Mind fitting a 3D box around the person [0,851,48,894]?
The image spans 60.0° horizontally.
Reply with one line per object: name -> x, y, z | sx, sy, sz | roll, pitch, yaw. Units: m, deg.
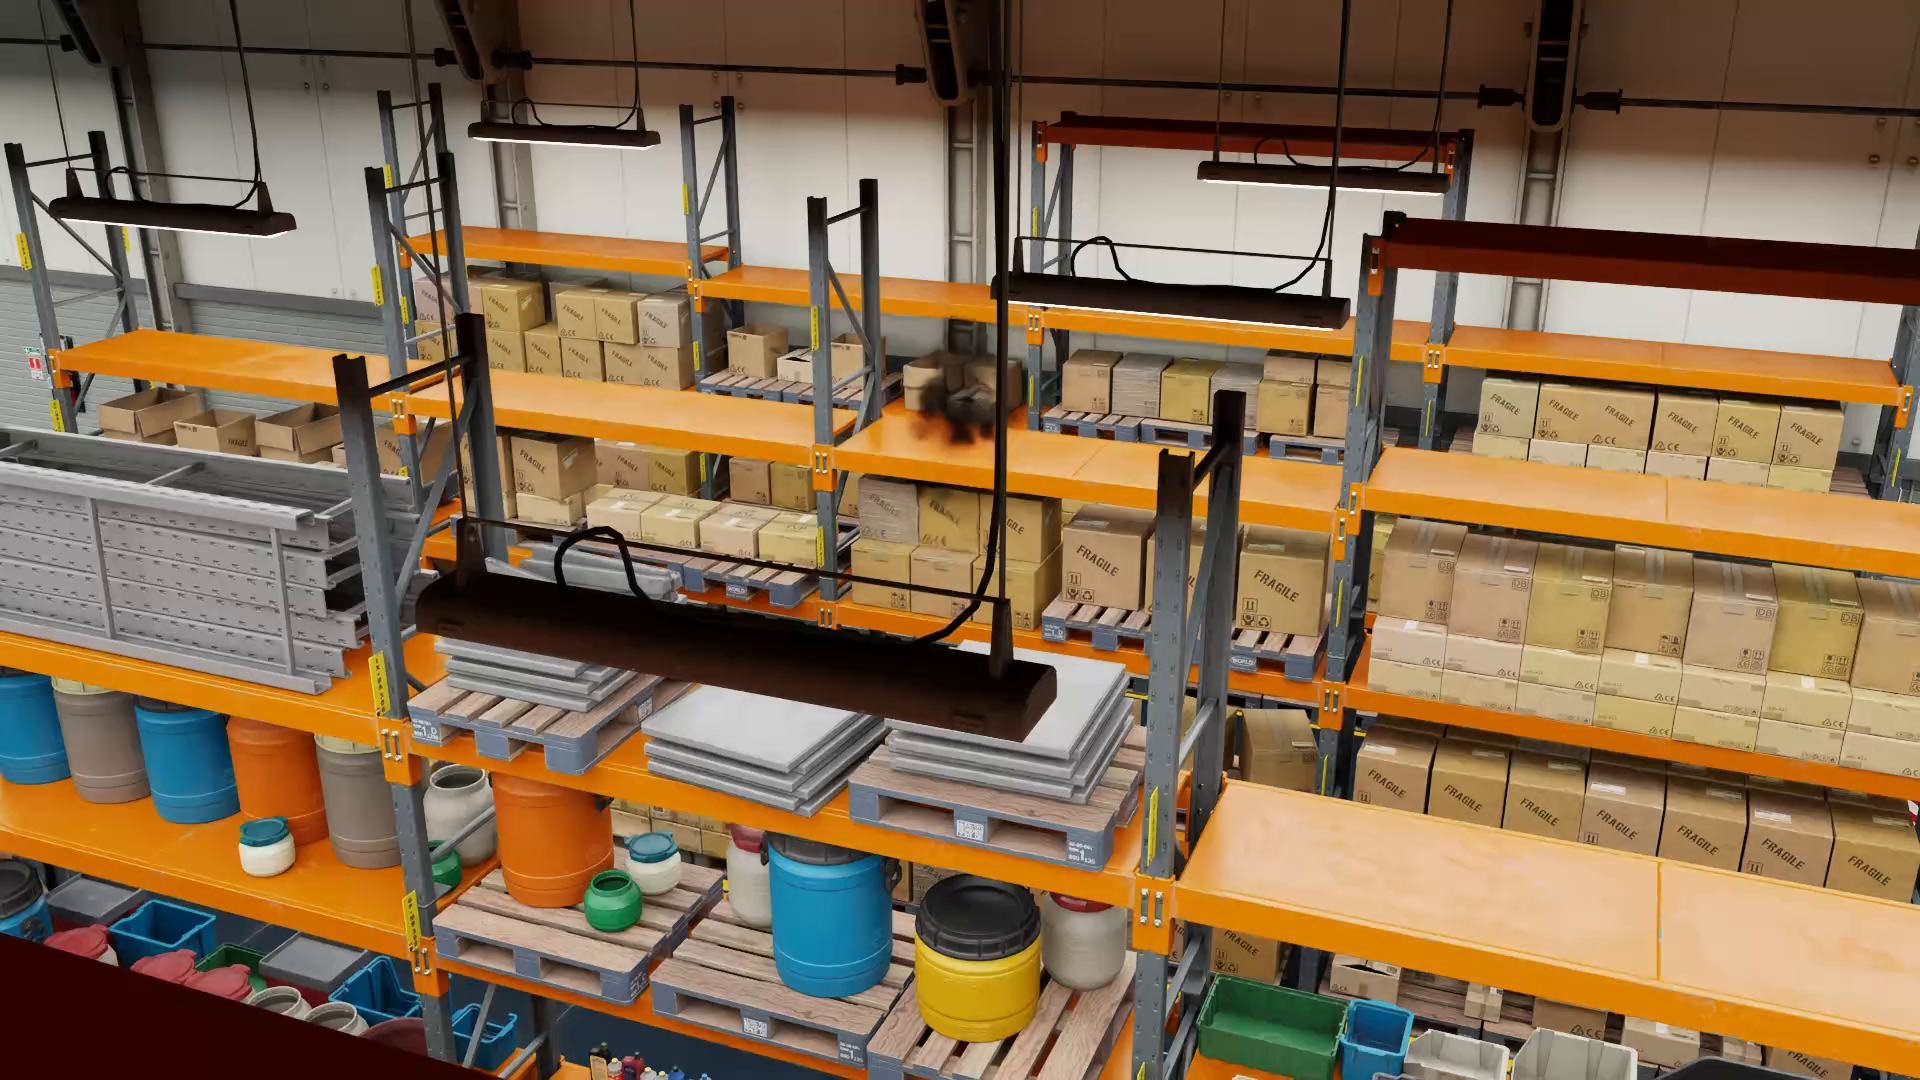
person -> -7.775, 2.489, 13.491 | 0.603, 1.680, 0.655 | 4, 21, 11
